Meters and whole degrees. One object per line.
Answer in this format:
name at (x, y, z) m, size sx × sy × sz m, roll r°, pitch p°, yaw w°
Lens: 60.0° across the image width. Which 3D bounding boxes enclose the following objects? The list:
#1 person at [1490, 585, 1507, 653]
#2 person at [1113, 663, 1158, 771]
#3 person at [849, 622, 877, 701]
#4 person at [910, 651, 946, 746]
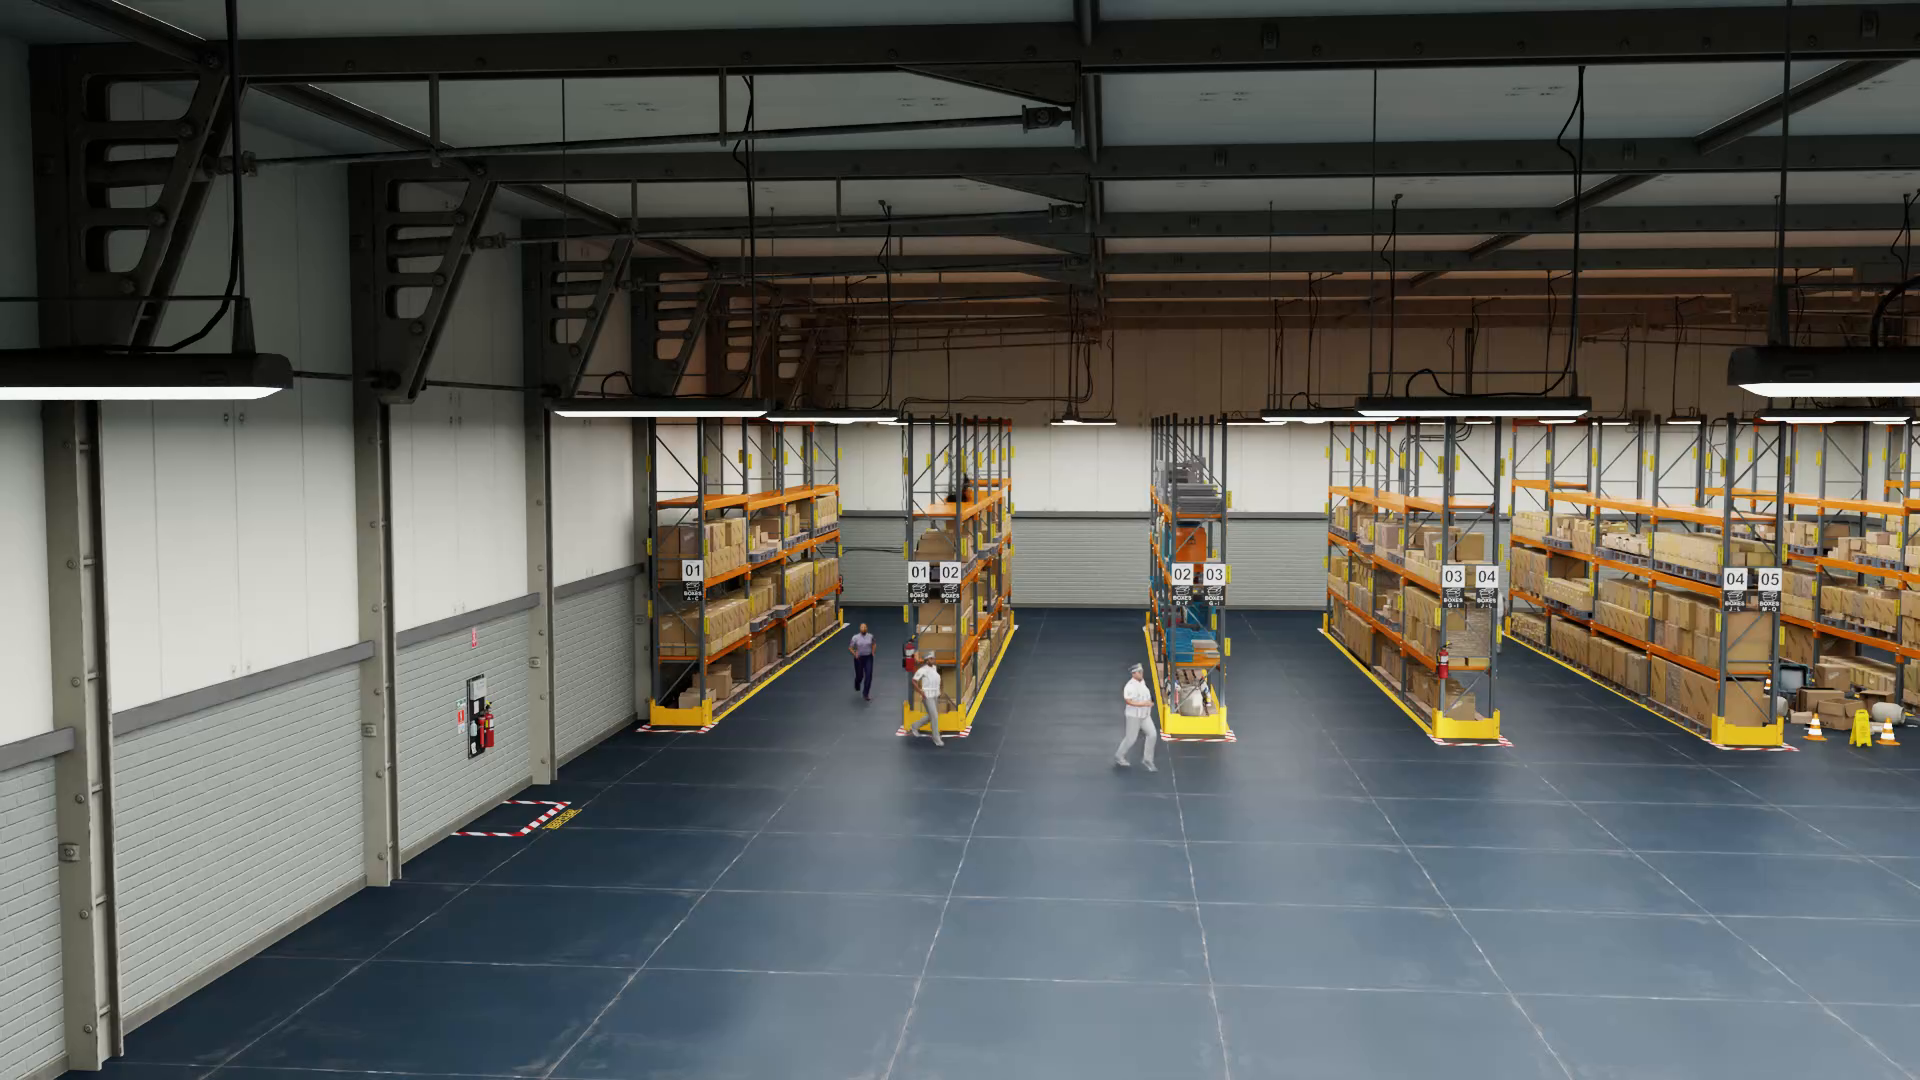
person at (13.686, 1.987, 42.591) m, size 0.668 × 1.853 × 0.762 m, roll 0°, pitch 4°, yaw 7°
person at (2.955, 2.975, 27.903) m, size 0.788 × 1.844 × 0.663 m, roll 3°, pitch 5°, yaw 41°
person at (-2.041, 2.567, 35.227) m, size 0.608 × 1.605 × 0.759 m, roll -1°, pitch 4°, yaw -14°
person at (-0.561, 2.868, 30.230) m, size 0.823 × 1.723 × 0.618 m, roll 3°, pitch 5°, yaw 35°
